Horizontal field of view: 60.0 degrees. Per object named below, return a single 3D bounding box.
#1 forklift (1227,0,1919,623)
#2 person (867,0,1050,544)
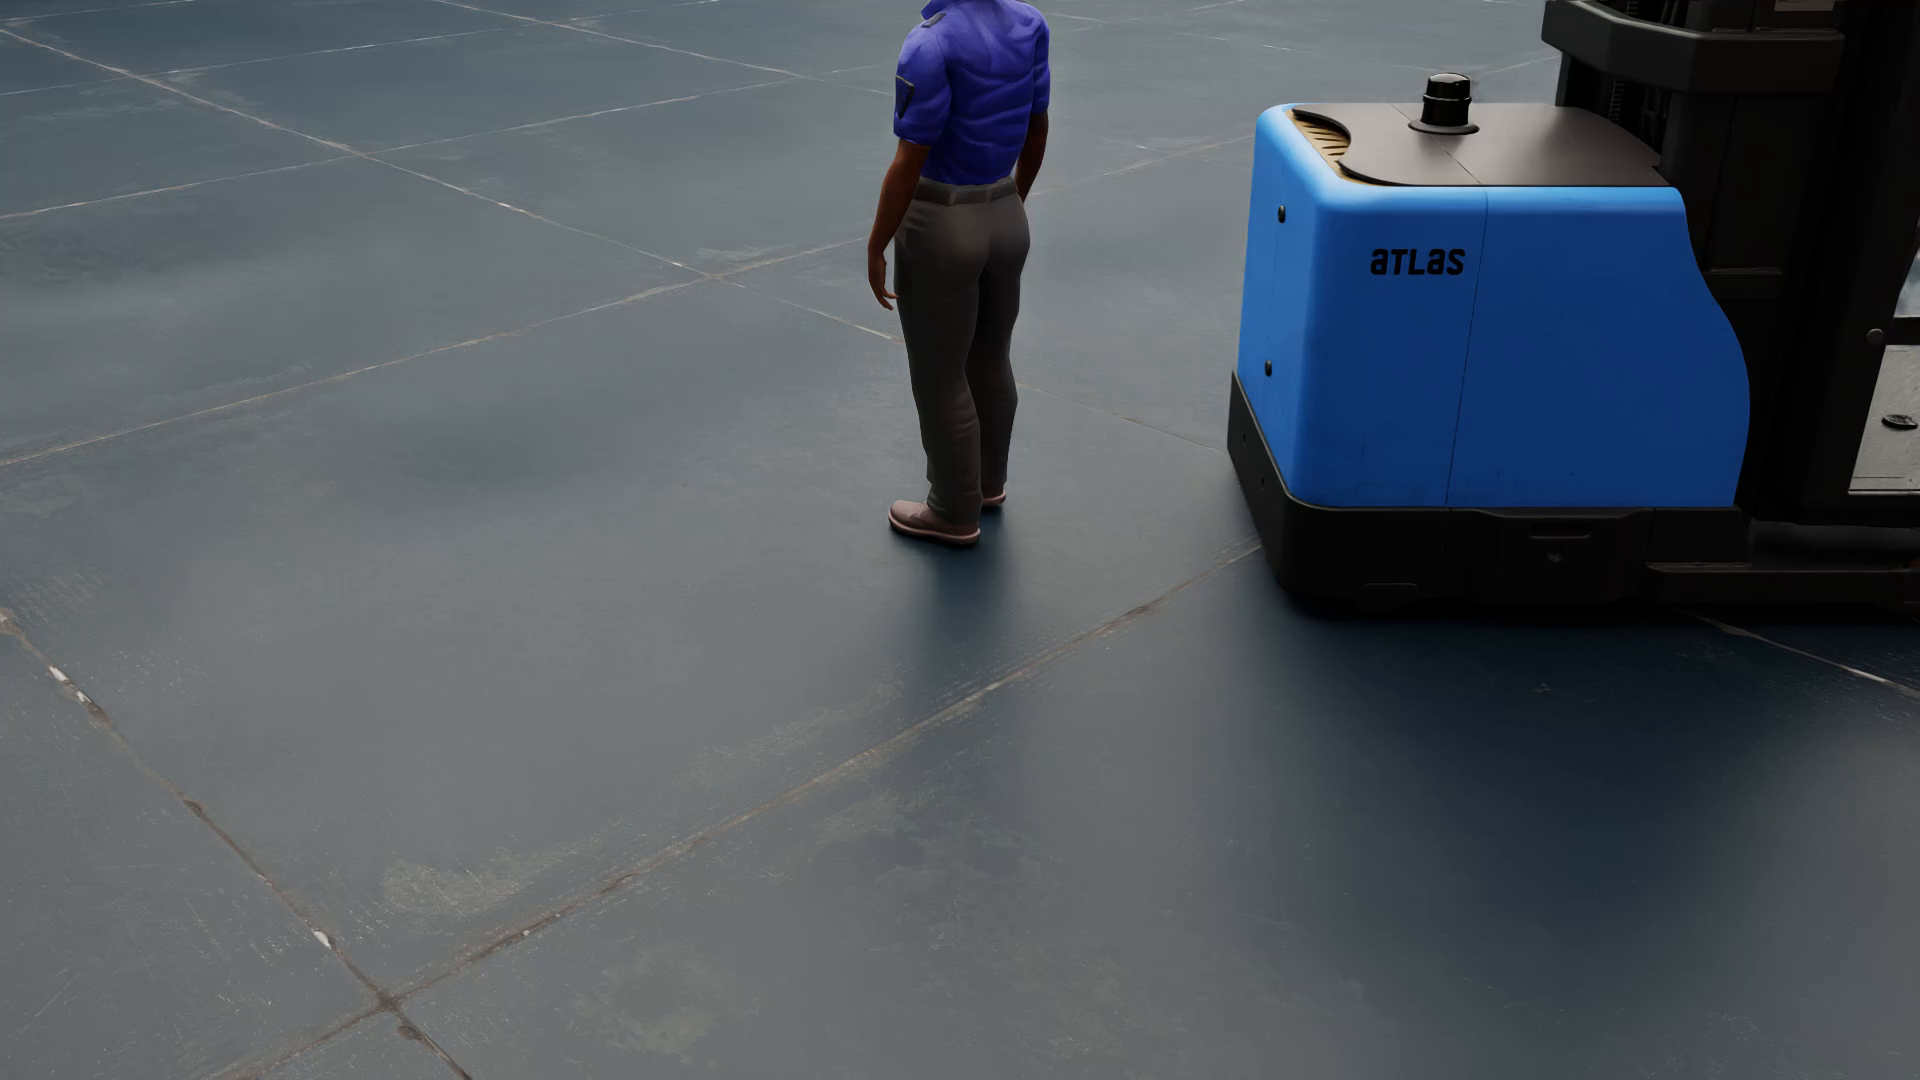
[{"bbox_3d":[2.309,-1.341,3.949,3.031,2.935,1.130,0,26,0],"label":"forklift"},{"bbox_3d":[-0.050,-0.784,4.245,0.570,1.657,0.497,-24,35,-39],"label":"person"}]
